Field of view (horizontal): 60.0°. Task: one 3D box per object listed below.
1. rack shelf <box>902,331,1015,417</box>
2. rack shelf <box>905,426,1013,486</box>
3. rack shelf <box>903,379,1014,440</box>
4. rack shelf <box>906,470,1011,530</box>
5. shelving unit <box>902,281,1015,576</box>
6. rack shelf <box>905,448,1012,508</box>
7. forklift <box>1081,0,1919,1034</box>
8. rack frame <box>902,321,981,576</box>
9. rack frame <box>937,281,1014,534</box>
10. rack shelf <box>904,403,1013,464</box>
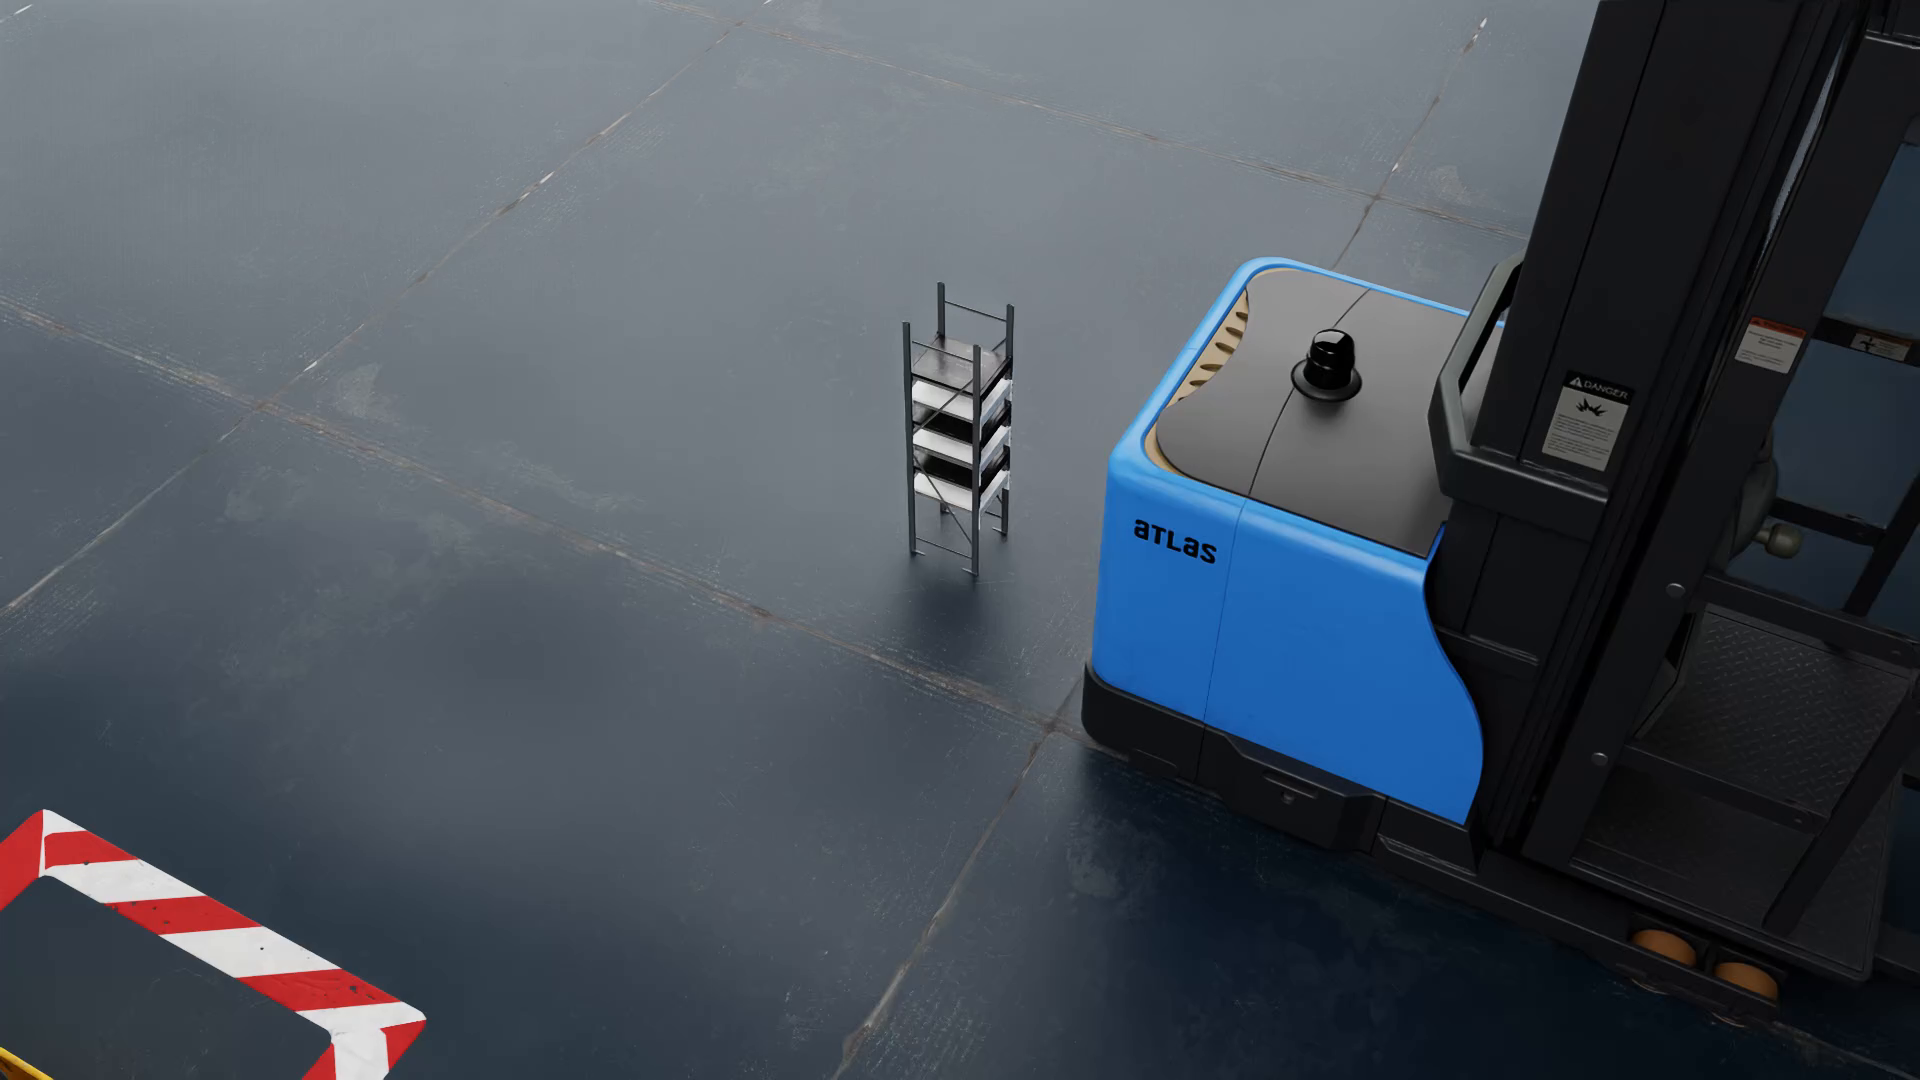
[{"bbox_3d":[-0.004,-0.478,4.757,0.258,0.077,0.200,20,49,19],"label":"rack shelf"},{"bbox_3d":[-0.004,-0.288,4.949,0.258,0.077,0.200,20,49,19],"label":"rack shelf"},{"bbox_3d":[-0.004,-0.414,4.821,0.258,0.077,0.200,20,49,19],"label":"rack shelf"},{"bbox_3d":[-0.004,-0.161,5.077,0.258,0.077,0.200,20,49,19],"label":"rack shelf"},{"bbox_3d":[-0.004,-0.311,4.925,0.258,0.900,0.210,20,49,19],"label":"shelving unit"},{"bbox_3d":[-0.004,-0.225,5.013,0.258,0.077,0.200,20,49,19],"label":"rack shelf"},{"bbox_3d":[1.886,-0.276,3.462,3.031,2.935,1.130,21,49,19],"label":"forklift"},{"bbox_3d":[-0.051,-0.247,4.862,0.240,0.900,0.006,20,49,19],"label":"rack frame"},{"bbox_3d":[0.043,-0.375,4.988,0.240,0.900,0.006,20,49,19],"label":"rack frame"},{"bbox_3d":[-0.004,-0.351,4.885,0.258,0.077,0.200,20,49,19],"label":"rack shelf"}]
